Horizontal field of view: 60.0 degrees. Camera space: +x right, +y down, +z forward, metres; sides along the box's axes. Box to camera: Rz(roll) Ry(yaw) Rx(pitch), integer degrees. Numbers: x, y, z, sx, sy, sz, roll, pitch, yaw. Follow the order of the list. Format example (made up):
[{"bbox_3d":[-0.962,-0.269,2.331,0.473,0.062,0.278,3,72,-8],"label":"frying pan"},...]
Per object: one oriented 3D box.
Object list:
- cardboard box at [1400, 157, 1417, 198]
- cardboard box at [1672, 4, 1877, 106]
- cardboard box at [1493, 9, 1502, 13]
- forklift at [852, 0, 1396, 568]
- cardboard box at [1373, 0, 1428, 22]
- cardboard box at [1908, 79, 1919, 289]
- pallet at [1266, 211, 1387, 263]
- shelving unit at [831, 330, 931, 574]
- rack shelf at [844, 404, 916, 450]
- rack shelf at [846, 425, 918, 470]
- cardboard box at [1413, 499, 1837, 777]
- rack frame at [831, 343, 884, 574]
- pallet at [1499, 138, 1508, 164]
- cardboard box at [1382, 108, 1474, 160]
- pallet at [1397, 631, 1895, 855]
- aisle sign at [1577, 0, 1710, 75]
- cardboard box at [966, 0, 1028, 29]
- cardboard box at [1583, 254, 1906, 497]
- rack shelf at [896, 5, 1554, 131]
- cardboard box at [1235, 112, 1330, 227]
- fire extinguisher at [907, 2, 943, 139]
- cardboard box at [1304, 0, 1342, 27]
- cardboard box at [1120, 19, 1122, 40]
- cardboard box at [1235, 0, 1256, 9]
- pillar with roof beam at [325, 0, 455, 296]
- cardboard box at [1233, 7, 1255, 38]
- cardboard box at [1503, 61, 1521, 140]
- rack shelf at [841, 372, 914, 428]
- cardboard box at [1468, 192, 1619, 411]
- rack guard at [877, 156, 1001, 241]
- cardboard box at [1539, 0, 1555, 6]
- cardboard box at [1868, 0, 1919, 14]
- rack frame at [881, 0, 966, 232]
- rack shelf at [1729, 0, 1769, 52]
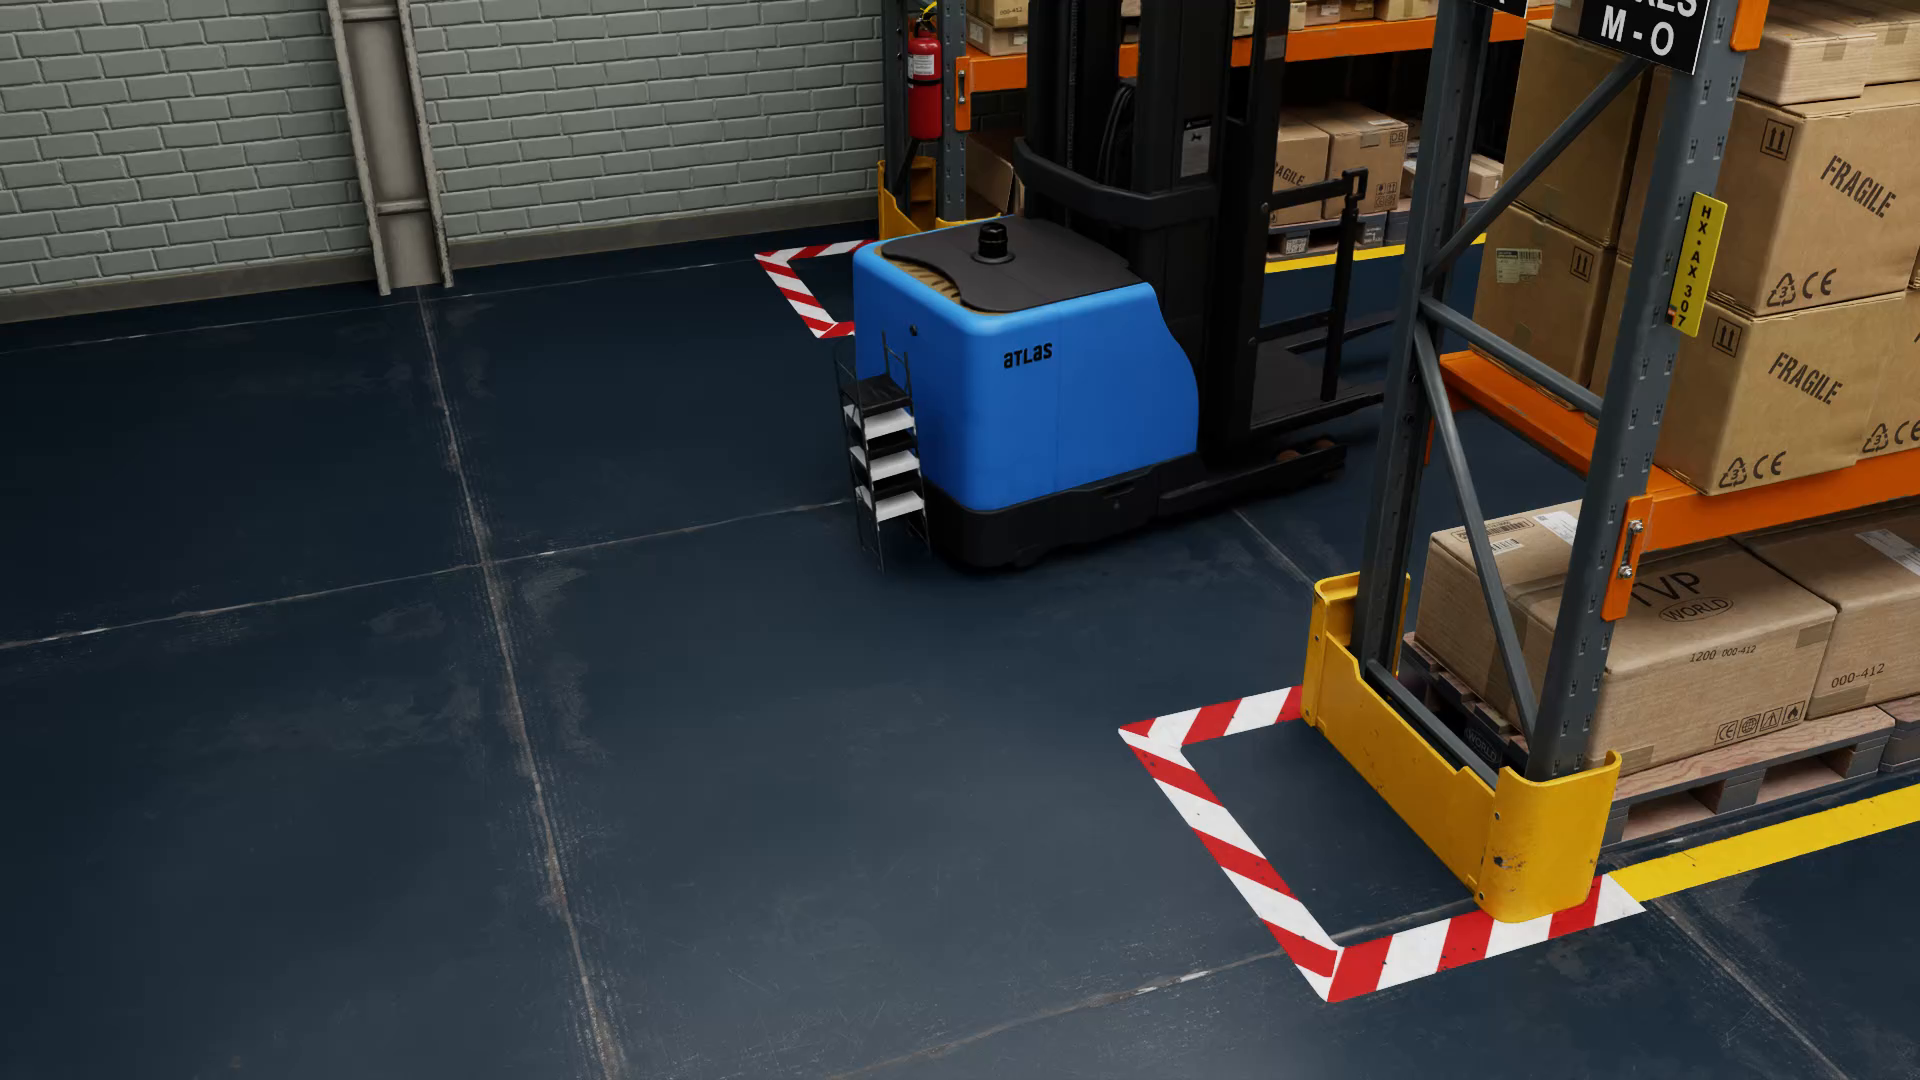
[{"bbox_3d":[2.795,-2.184,9.891,0.258,0.266,0.396,-9,31,-16],"label":"cardboard box"},{"bbox_3d":[1.964,-1.183,4.030,0.250,0.149,0.380,-10,31,-17],"label":"cardboard box"},{"bbox_3d":[2.867,-3.091,9.399,0.250,0.149,0.380,-10,31,-16],"label":"cardboard box"},{"bbox_3d":[1.080,-1.696,6.766,3.031,2.935,1.130,-17,34,-27],"label":"forklift"},{"bbox_3d":[2.382,-3.001,9.241,0.250,0.149,0.380,-11,31,-18],"label":"cardboard box"},{"bbox_3d":[2.565,-1.012,4.384,0.500,0.500,0.500,-11,32,-19],"label":"cardboard box"},{"bbox_3d":[1.760,-1.941,9.944,1.213,0.211,1.003,-10,31,-18],"label":"pallet"},{"bbox_3d":[-0.298,-0.331,6.405,0.210,0.900,0.258,-18,34,-18],"label":"shelving unit"},{"bbox_3d":[-0.311,-0.455,6.327,0.200,0.077,0.258,-18,34,-18],"label":"rack shelf"},{"bbox_3d":[-0.303,-0.379,6.375,0.200,0.077,0.258,-18,34,-18],"label":"rack shelf"},{"bbox_3d":[2.118,0.280,5.393,0.875,0.438,0.875,-12,32,-19],"label":"cardboard box"},{"bbox_3d":[-0.390,-0.302,6.373,0.006,0.900,0.240,-18,34,-18],"label":"rack frame"},{"bbox_3d":[4.298,-2.430,10.801,1.213,0.211,1.003,-10,31,-18],"label":"pallet"},{"bbox_3d":[2.847,-2.493,10.388,0.500,0.311,0.500,-9,31,-16],"label":"cardboard box"},{"bbox_3d":[2.257,0.547,5.577,1.213,0.211,1.003,-10,31,-18],"label":"pallet"},{"bbox_3d":[1.568,-1.473,3.679,0.004,0.787,0.394,-10,31,-18],"label":"aisle sign"},{"bbox_3d":[0.319,-2.810,8.504,0.500,0.250,0.500,-10,31,-17],"label":"cardboard box"},{"bbox_3d":[2.084,-0.484,4.468,0.500,0.500,0.500,-11,31,-18],"label":"cardboard box"},{"bbox_3d":[1.675,-2.826,9.406,4.000,0.370,1.077,-10,31,-18],"label":"rack shelf"},{"bbox_3d":[1.752,-2.125,9.551,0.500,0.500,0.500,-10,31,-17],"label":"cardboard box"},{"bbox_3d":[-0.177,-2.357,8.312,0.183,0.674,0.296,-10,31,-18],"label":"fire extinguisher"},{"bbox_3d":[1.886,-2.944,9.141,0.250,0.149,0.380,-11,31,-18],"label":"cardboard box"},{"bbox_3d":[0.660,-2.740,8.783,0.250,0.149,0.380,-11,31,-18],"label":"cardboard box"},{"bbox_3d":[1.266,-2.986,8.813,0.500,0.250,0.500,-11,31,-19],"label":"cardboard box"},{"bbox_3d":[-1.540,-3.355,3.548,0.400,9.000,9.100,-10,31,-18],"label":"pillar with roof beam"},{"bbox_3d":[1.429,-2.812,8.910,0.250,0.149,0.380,-11,32,-19],"label":"cardboard box"},{"bbox_3d":[3.906,-2.802,10.738,0.500,0.500,0.500,-11,31,-18],"label":"cardboard box"},{"bbox_3d":[-0.319,-0.531,6.280,0.200,0.077,0.258,-18,34,-18],"label":"rack shelf"},{"bbox_3d":[1.894,-0.740,4.918,0.500,0.500,0.500,-10,31,-17],"label":"cardboard box"},{"bbox_3d":[-0.129,-1.720,9.264,0.348,0.500,1.175,-10,31,-18],"label":"rack guard"},{"bbox_3d":[3.338,-3.202,9.594,0.250,0.149,0.380,-10,31,-17],"label":"cardboard box"},{"bbox_3d":[2.468,-1.253,4.153,0.250,0.149,0.380,-9,31,-16],"label":"cardboard box"},{"bbox_3d":[-0.200,-2.793,8.622,0.127,3.000,1.000,-10,31,-18],"label":"rack frame"},{"bbox_3d":[3.409,-1.827,4.622,4.000,0.370,1.077,-10,31,-18],"label":"rack shelf"}]
